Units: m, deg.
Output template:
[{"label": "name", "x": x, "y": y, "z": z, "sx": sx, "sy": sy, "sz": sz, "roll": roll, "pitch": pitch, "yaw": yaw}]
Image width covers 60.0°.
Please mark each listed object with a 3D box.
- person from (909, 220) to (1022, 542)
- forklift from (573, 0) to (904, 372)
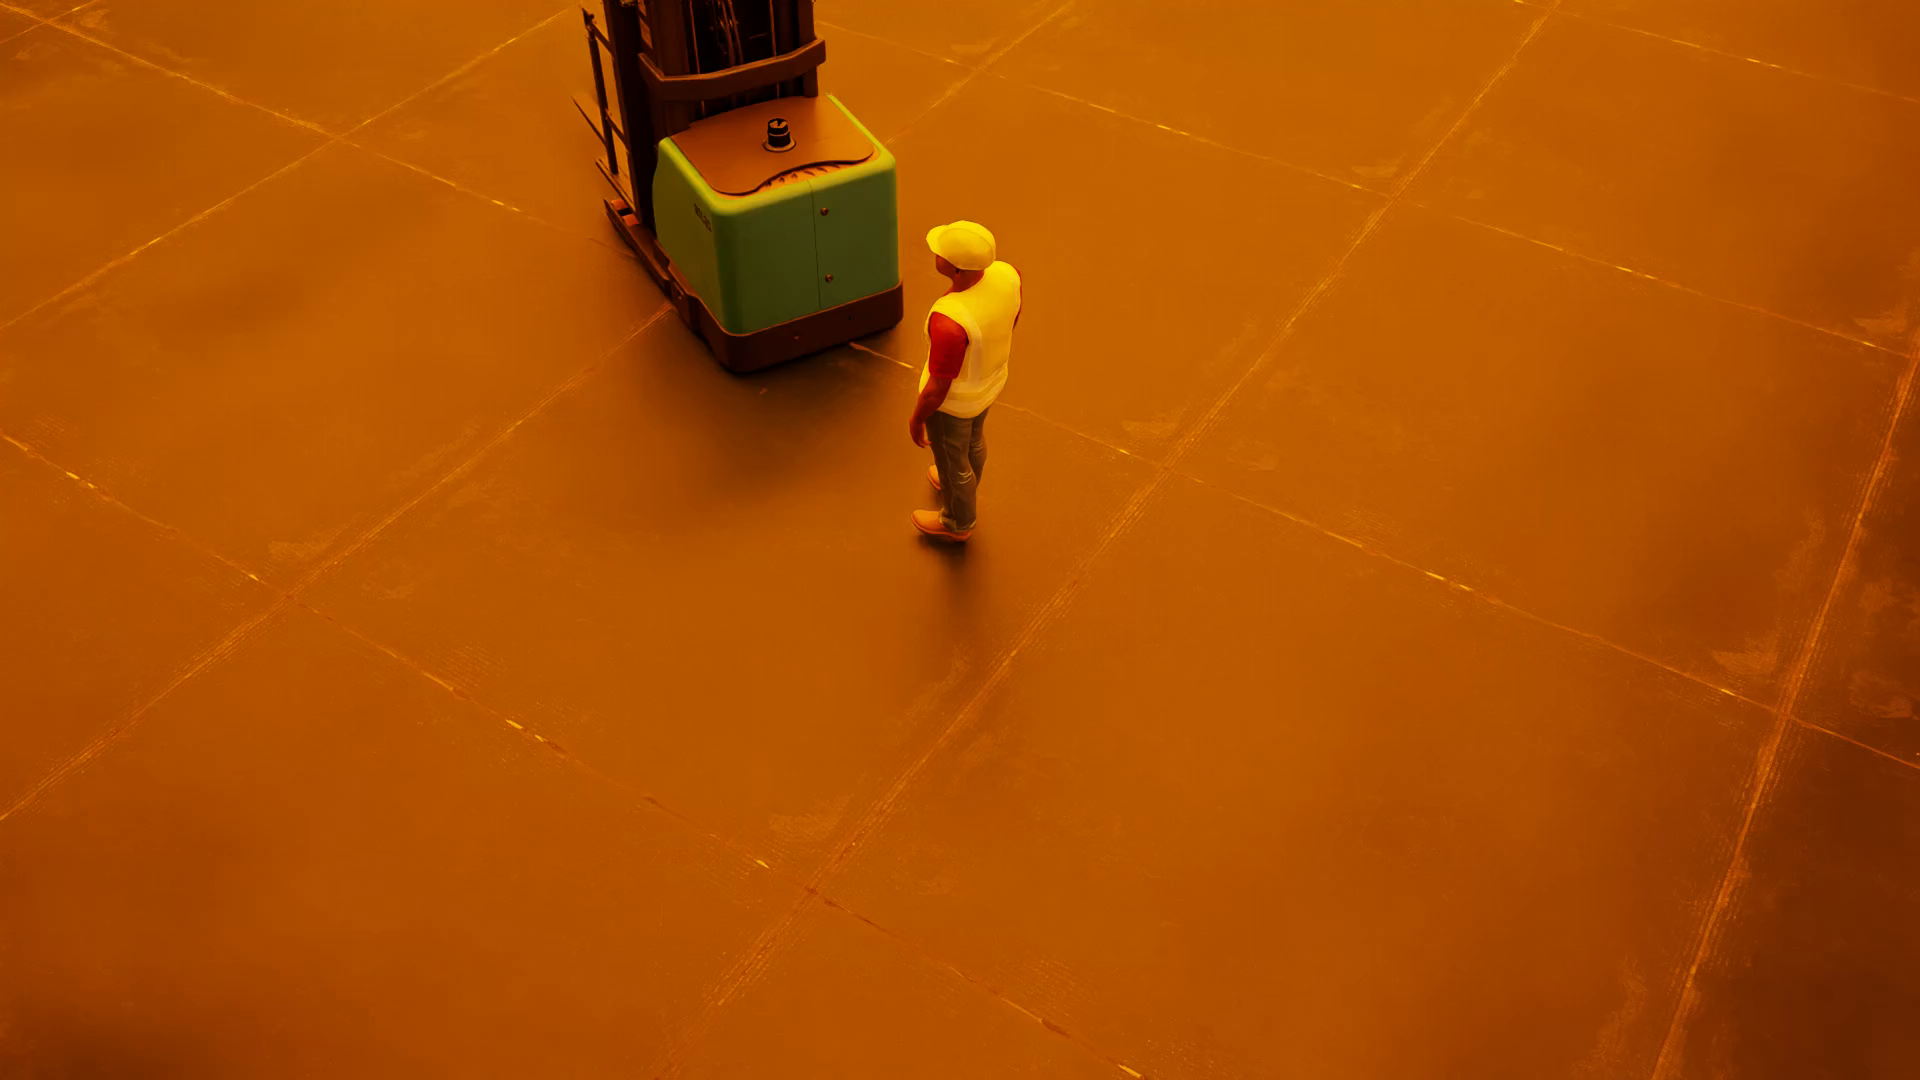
[{"label": "person", "x": -0.056, "y": -0.704, "z": 7.369, "sx": 0.574, "sy": 1.767, "sz": 0.666, "roll": 24, "pitch": 48, "yaw": 23}, {"label": "forklift", "x": -1.461, "y": -2.959, "z": 8.969, "sx": 1.130, "sy": 2.935, "sz": 3.031, "roll": -21, "pitch": 47, "yaw": -20}]
